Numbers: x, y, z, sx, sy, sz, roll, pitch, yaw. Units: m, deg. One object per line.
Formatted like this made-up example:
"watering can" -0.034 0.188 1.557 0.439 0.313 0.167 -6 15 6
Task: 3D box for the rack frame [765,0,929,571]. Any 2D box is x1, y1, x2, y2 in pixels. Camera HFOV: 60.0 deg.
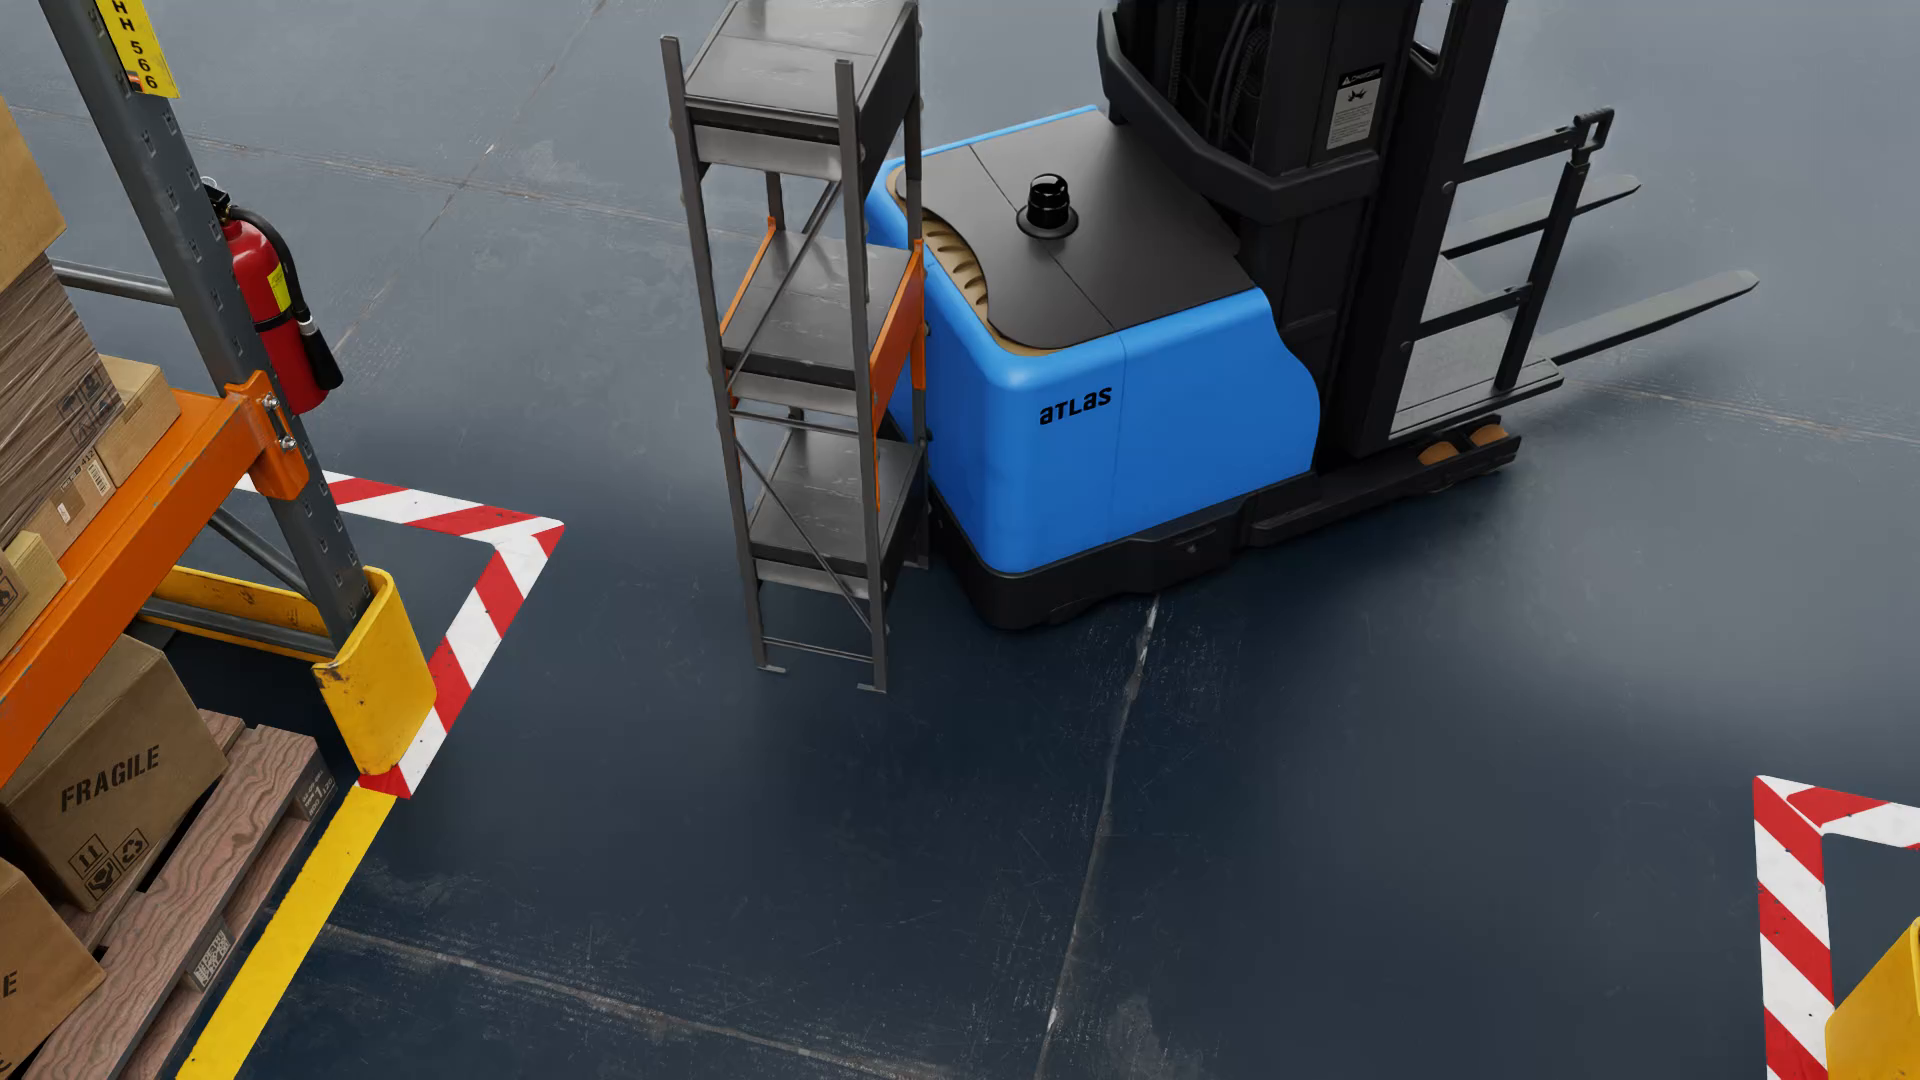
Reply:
"rack frame" -0.292 -0.638 4.413 0.400 2.100 0.015 10 49 9

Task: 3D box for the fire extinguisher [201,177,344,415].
"fire extinguisher" -1.625 -0.581 3.814 0.296 0.674 0.183 12 50 10

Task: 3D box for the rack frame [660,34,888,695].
"rack frame" -0.407 -0.283 4.099 0.400 2.100 0.015 10 49 9

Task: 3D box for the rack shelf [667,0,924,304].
"rack shelf" -0.349 -0.915 3.741 0.431 0.518 0.480 10 49 9

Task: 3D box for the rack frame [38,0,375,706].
"rack frame" -2.099 -0.615 3.792 1.000 3.000 0.127 12 50 10

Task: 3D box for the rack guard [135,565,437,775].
"rack guard" -2.119 0.267 4.681 1.175 0.500 0.348 12 50 10

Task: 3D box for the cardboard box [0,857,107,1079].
"cardboard box" -2.404 0.961 3.788 0.500 0.500 0.500 24 53 20

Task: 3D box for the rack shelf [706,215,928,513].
"rack shelf" -0.349 -0.452 4.266 0.431 0.518 0.480 10 49 9

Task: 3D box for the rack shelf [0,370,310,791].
"rack shelf" -2.626 1.070 2.785 1.077 0.370 4.000 12 50 10

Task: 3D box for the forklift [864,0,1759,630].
"forklift" 1.251 -1.465 4.588 3.031 2.935 1.130 -19 51 -16

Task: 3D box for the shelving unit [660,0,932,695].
"shelving unit" -0.349 -0.461 4.256 0.431 2.100 0.503 10 49 9

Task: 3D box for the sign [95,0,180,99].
"sign" -1.569 -0.979 3.130 0.100 0.325 0.005 12 50 10

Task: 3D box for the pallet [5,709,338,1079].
"pallet" -2.367 0.943 4.277 1.003 0.211 1.213 12 50 10

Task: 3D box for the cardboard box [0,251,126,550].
"cardboard box" -2.271 -0.354 3.297 0.875 0.500 0.500 12 50 10

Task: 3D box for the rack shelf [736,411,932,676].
"rack shelf" -0.349 0.012 4.791 0.431 0.518 0.480 10 49 9

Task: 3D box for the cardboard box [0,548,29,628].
"cardboard box" -2.286 0.031 2.957 0.875 0.500 0.500 12 50 10

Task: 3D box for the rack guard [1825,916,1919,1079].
"rack guard" 2.704 1.254 3.810 1.175 0.500 0.348 12 50 10

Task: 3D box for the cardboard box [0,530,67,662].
"cardboard box" -2.058 0.087 3.340 0.380 0.149 0.250 12 50 10

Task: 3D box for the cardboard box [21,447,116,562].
"cardboard box" -2.042 -0.104 3.509 0.380 0.149 0.250 12 50 10

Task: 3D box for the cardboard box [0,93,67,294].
"cardboard box" -2.006 -0.631 2.874 0.500 0.500 0.500 12 50 10

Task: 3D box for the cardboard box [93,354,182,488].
"cardboard box" -1.975 -0.285 3.668 0.380 0.149 0.250 12 50 10

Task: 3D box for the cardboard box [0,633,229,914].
"cardboard box" -2.280 0.522 4.176 0.500 0.500 0.500 20 52 17
